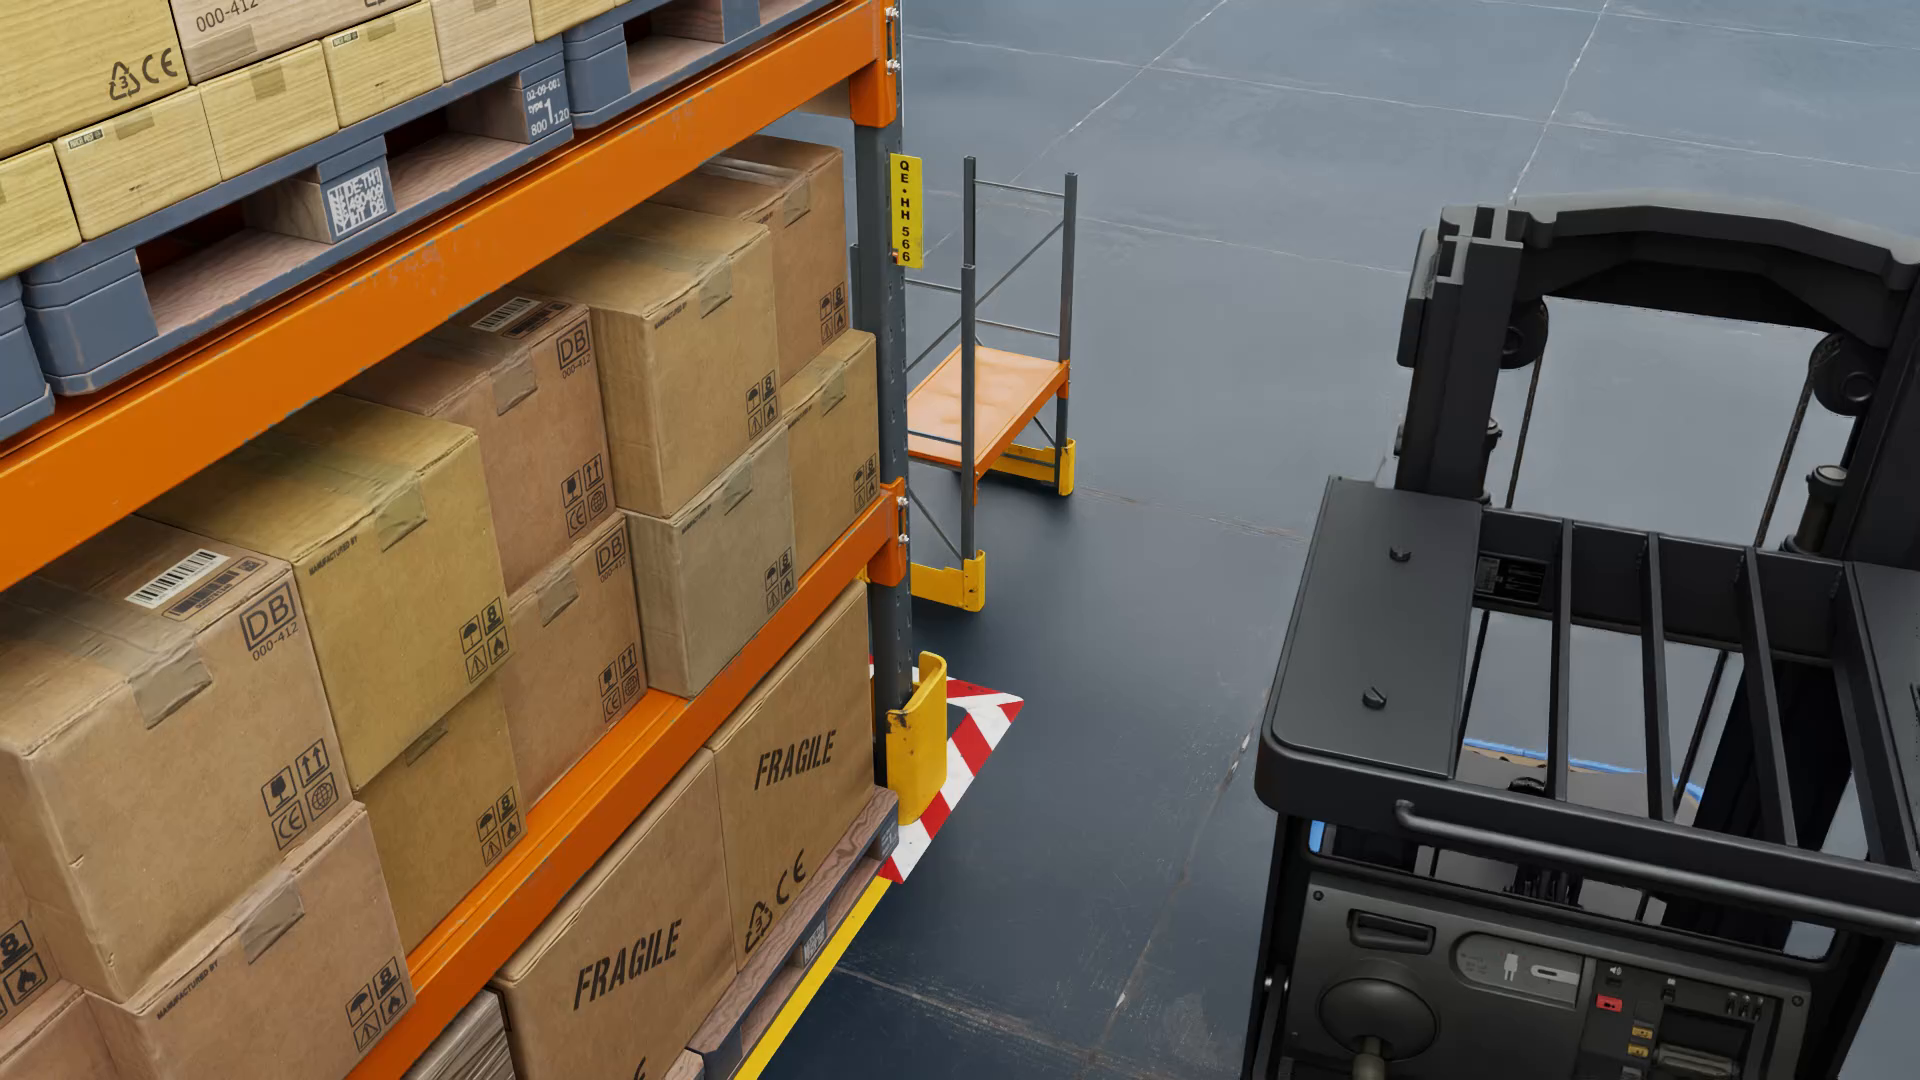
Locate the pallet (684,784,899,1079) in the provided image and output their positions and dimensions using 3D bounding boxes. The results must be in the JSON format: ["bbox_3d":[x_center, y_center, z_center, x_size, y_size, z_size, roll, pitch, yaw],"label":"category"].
[{"bbox_3d":[-0.901,1.120,5.350,1.003,0.211,1.213,14,36,20],"label":"pallet"}]

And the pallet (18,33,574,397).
[{"bbox_3d":[-1.448,-0.698,2.925,1.003,0.211,1.213,14,36,20],"label":"pallet"}]

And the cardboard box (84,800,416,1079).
[{"bbox_3d":[-1.626,0.759,3.220,0.875,0.550,0.550,14,36,20],"label":"cardboard box"}]

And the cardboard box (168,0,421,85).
[{"bbox_3d":[-1.221,-0.939,2.602,0.500,0.250,0.500,15,36,21],"label":"cardboard box"}]

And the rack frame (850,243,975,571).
[{"bbox_3d":[-0.177,-0.416,6.517,0.500,1.500,0.032,14,36,20],"label":"rack frame"}]

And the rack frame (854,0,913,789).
[{"bbox_3d":[-0.638,-0.463,5.220,1.000,3.000,0.127,14,36,20],"label":"rack frame"}]

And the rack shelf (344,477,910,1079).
[{"bbox_3d":[-1.475,0.834,3.898,1.077,0.370,4.000,14,36,20],"label":"rack shelf"}]

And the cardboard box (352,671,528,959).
[{"bbox_3d":[-1.495,0.472,3.658,0.875,0.550,0.500,14,36,20],"label":"cardboard box"}]

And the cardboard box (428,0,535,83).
[{"bbox_3d":[-1.001,-0.954,2.988,0.380,0.149,0.250,14,36,21],"label":"cardboard box"}]

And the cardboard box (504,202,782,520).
[{"bbox_3d":[-0.975,-0.506,4.165,0.875,0.550,0.550,14,36,20],"label":"cardboard box"}]

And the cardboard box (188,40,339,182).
[{"bbox_3d":[-1.214,-0.698,2.599,0.380,0.149,0.250,15,36,21],"label":"cardboard box"}]

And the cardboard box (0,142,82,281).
[{"bbox_3d":[-1.426,-0.448,2.217,0.380,0.149,0.250,14,36,20],"label":"cardboard box"}]

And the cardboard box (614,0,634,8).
[{"bbox_3d":[-0.789,-1.207,3.375,0.380,0.149,0.250,15,36,21],"label":"cardboard box"}]

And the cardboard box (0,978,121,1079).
[{"bbox_3d":[-1.958,1.001,2.851,0.875,0.550,0.550,14,36,20],"label":"cardboard box"}]

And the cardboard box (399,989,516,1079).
[{"bbox_3d":[-1.611,1.495,3.789,0.875,0.875,0.875,14,36,21],"label":"cardboard box"}]

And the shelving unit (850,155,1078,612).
[{"bbox_3d":[0.032,-0.665,6.897,0.587,1.500,1.083,14,36,20],"label":"shelving unit"}]

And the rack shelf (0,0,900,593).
[{"bbox_3d":[-1.475,-0.420,3.076,1.077,0.370,4.000,14,36,20],"label":"rack shelf"}]

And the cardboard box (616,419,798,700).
[{"bbox_3d":[-0.962,-0.051,4.456,0.875,0.550,0.550,14,36,20],"label":"cardboard box"}]

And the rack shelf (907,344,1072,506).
[{"bbox_3d":[0.036,-0.519,7.002,0.538,0.185,1.000,14,36,20],"label":"rack shelf"}]

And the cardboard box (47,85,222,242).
[{"bbox_3d":[-1.319,-0.575,2.411,0.380,0.149,0.250,14,36,21],"label":"cardboard box"}]

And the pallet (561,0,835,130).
[{"bbox_3d":[-0.939,-1.308,3.855,1.003,0.211,1.213,14,36,20],"label":"pallet"}]

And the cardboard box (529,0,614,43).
[{"bbox_3d":[-0.895,-1.079,3.180,0.380,0.149,0.250,14,36,20],"label":"cardboard box"}]

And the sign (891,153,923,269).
[{"bbox_3d":[-0.151,-0.915,4.637,0.100,0.325,0.005,14,36,20],"label":"sign"}]

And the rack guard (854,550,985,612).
[{"bbox_3d":[-0.176,0.106,6.861,0.587,0.250,0.087,14,36,20],"label":"rack guard"}]

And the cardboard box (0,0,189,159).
[{"bbox_3d":[-1.432,-0.686,2.217,0.500,0.250,0.500,14,36,20],"label":"cardboard box"}]

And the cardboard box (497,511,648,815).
[{"bbox_3d":[-1.311,0.199,4.075,0.875,0.550,0.550,14,36,20],"label":"cardboard box"}]

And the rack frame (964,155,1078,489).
[{"bbox_3d":[0.248,-0.923,7.290,0.500,1.500,0.032,14,36,20],"label":"rack frame"}]

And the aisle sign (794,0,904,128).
[{"bbox_3d":[-0.336,-1.516,4.456,0.394,0.787,0.004,14,36,20],"label":"aisle sign"}]

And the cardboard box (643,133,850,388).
[{"bbox_3d":[-0.828,-0.801,4.615,0.875,0.550,0.550,14,36,20],"label":"cardboard box"}]

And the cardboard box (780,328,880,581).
[{"bbox_3d":[-0.752,-0.330,4.881,0.875,0.550,0.550,14,36,20],"label":"cardboard box"}]

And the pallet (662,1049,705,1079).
[{"bbox_3d":[-1.413,1.725,4.427,1.003,0.211,1.213,14,36,20],"label":"pallet"}]

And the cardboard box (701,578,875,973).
[{"bbox_3d":[-0.862,0.603,5.150,0.875,0.875,0.875,14,36,21],"label":"cardboard box"}]

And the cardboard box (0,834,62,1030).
[{"bbox_3d":[-2.001,0.539,2.571,0.875,0.550,0.550,14,36,20],"label":"cardboard box"}]

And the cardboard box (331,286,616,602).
[{"bbox_3d":[-1.332,-0.258,3.787,0.875,0.550,0.550,14,36,20],"label":"cardboard box"}]

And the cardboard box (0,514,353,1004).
[{"bbox_3d":[-1.651,0.301,2.934,0.875,0.550,0.550,14,36,20],"label":"cardboard box"}]

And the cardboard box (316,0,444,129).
[{"bbox_3d":[-1.108,-0.827,2.795,0.380,0.149,0.250,15,36,21],"label":"cardboard box"}]

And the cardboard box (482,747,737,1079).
[{"bbox_3d":[-1.228,1.042,4.481,0.875,0.875,0.875,14,36,20],"label":"cardboard box"}]

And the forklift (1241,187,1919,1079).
[{"bbox_3d":[1.062,0.993,3.063,1.130,2.935,3.031,10,35,15],"label":"forklift"}]

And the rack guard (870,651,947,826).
[{"bbox_3d":[-0.628,0.571,5.924,1.175,0.500,0.348,14,36,20],"label":"rack guard"}]

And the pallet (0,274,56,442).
[{"bbox_3d":[-1.960,-0.093,2.002,1.003,0.211,1.213,14,36,20],"label":"pallet"}]

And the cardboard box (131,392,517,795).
[{"bbox_3d":[-1.436,0.035,3.339,0.875,0.550,0.500,14,36,20],"label":"cardboard box"}]

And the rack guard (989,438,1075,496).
[{"bbox_3d":[0.240,-0.391,7.618,0.587,0.250,0.087,14,36,20],"label":"rack guard"}]
